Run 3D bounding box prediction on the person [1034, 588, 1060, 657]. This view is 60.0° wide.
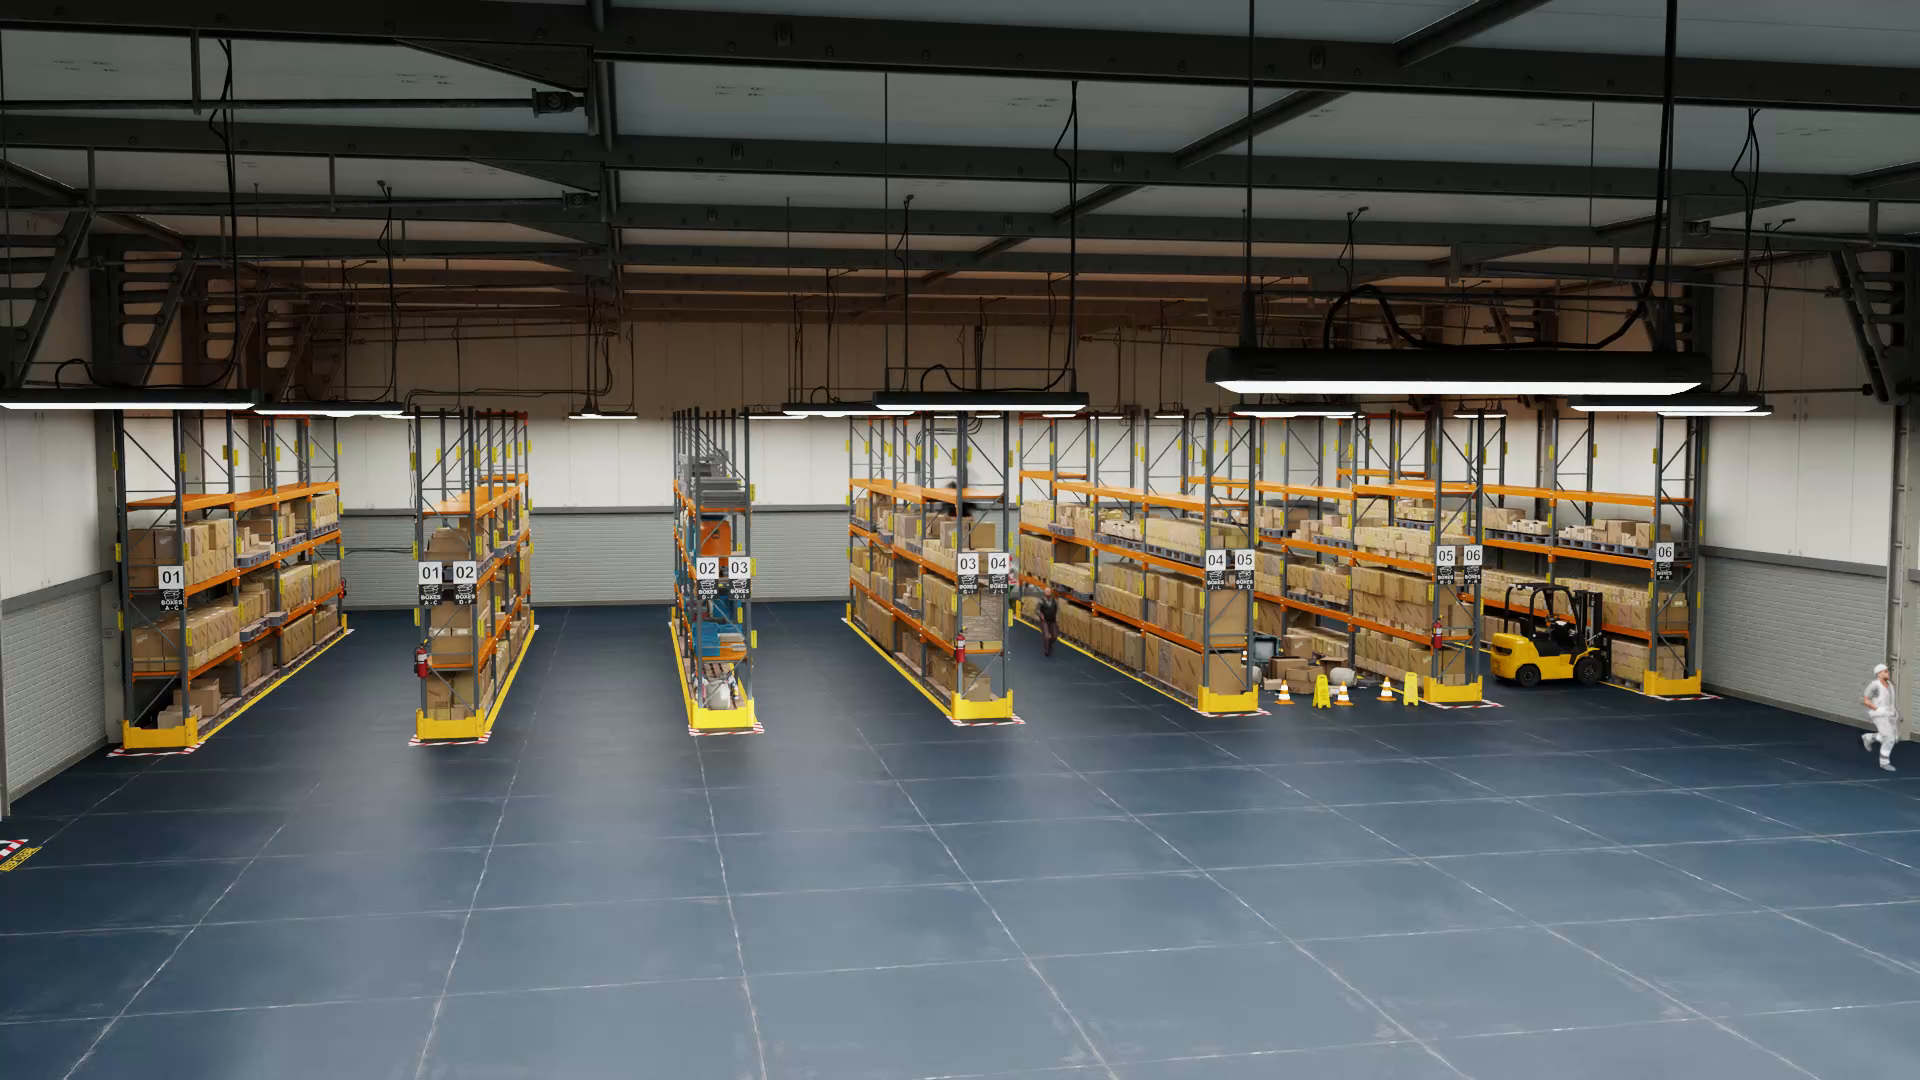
[{"bbox_3d":[2.148,2.001,40.590,0.656,1.671,0.606,-1,4,-11],"label":"person"}]

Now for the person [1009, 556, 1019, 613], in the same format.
[{"bbox_3d":[1.437,1.329,49.550,0.662,1.740,0.694,-2,5,-29],"label":"person"}]

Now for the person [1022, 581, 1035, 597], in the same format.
[{"bbox_3d":[2.071,1.379,49.980,0.520,1.622,0.660,1,4,18],"label":"person"}]

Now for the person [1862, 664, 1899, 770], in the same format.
[{"bbox_3d":[15.237,2.910,27.546,0.676,1.724,0.648,-2,5,-29],"label":"person"}]
